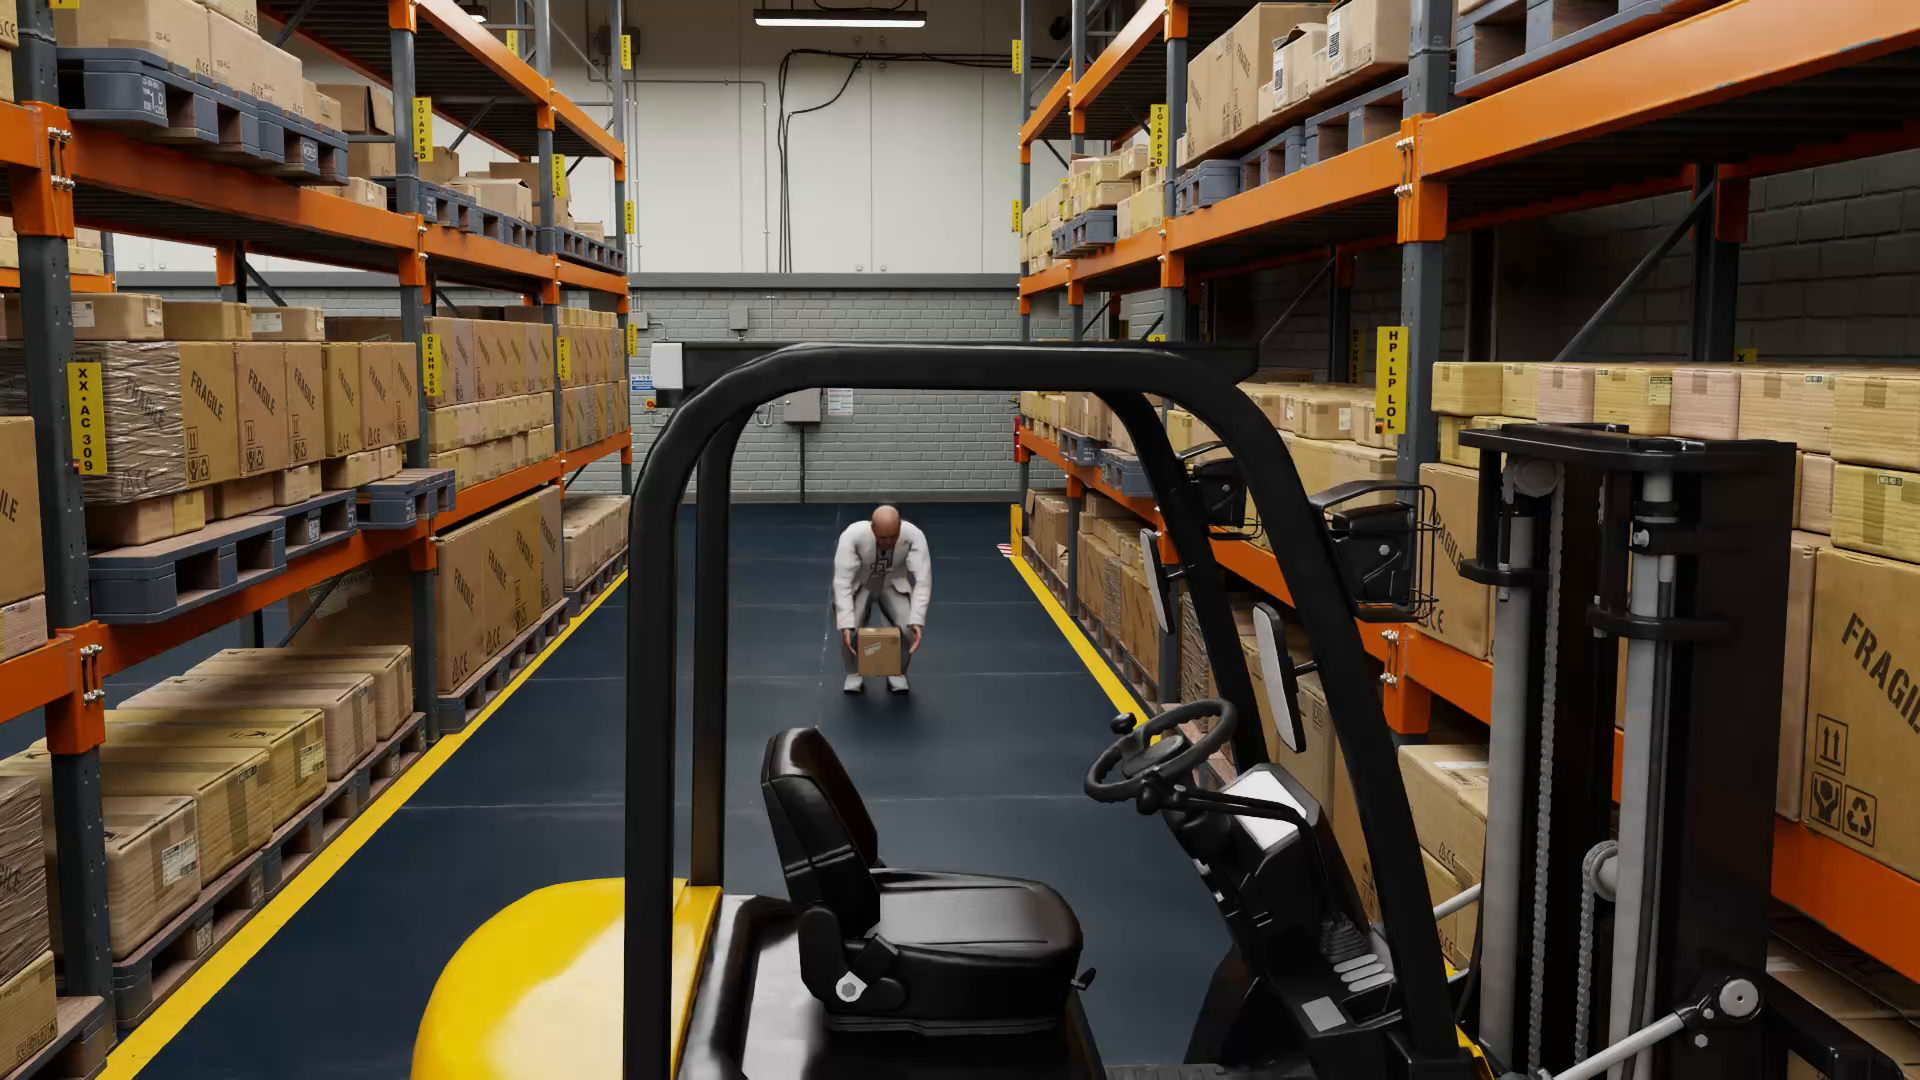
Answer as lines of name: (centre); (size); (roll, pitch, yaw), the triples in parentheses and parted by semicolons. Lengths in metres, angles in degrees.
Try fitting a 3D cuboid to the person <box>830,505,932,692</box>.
person: (-0.493, 0.357, 10.333); (0.627, 1.180, 0.822); (0, 7, -4)
